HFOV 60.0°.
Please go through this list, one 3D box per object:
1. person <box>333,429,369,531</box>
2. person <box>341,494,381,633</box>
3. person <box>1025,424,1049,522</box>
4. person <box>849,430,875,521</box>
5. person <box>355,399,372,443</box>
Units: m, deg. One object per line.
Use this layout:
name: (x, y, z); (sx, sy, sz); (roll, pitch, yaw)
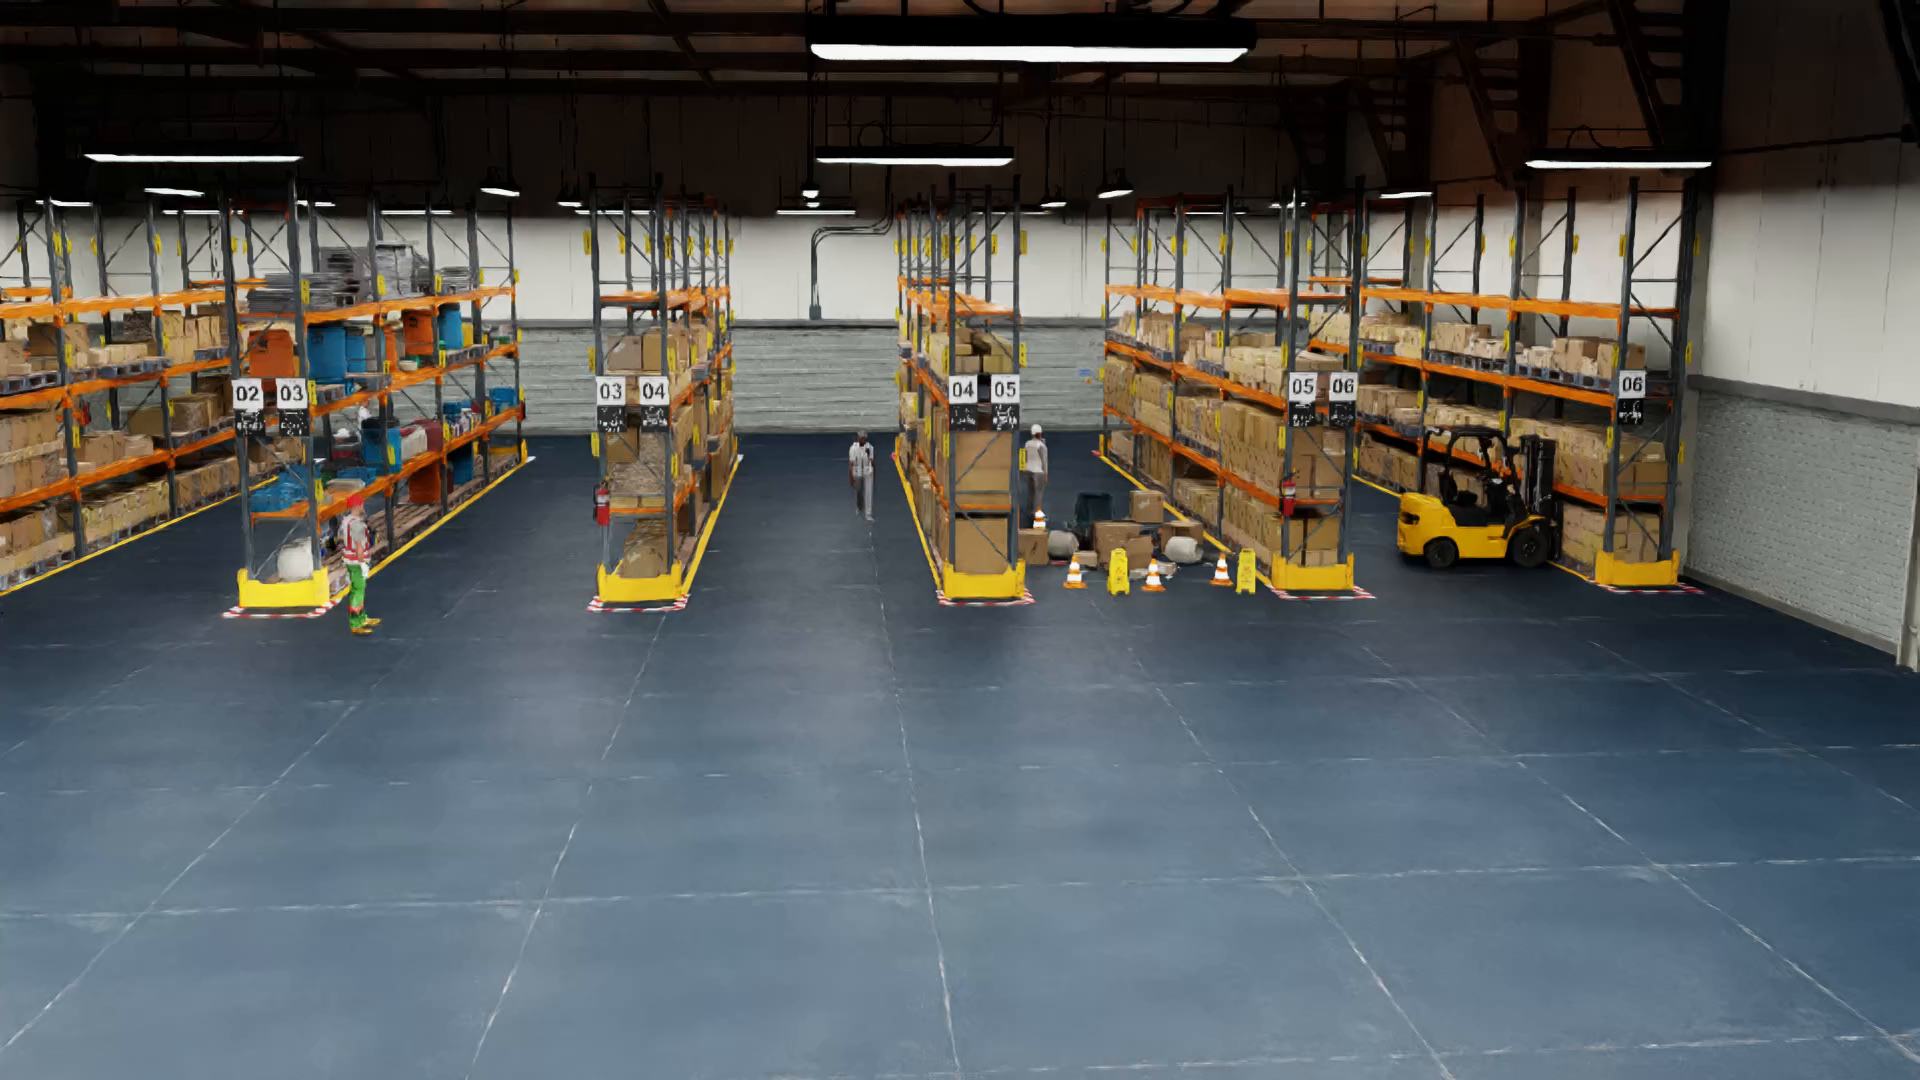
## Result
person: (-10.386, -1.010, 28.217); (0.600, 1.761, 0.716); (-4, 11, -19)
person: (-7.859, 0.286, 21.823); (0.468, 1.794, 0.625); (-6, 12, -31)
person: (1.442, -1.246, 30.573); (0.450, 1.776, 0.584); (-7, 12, -36)
person: (-1.704, -1.149, 28.938); (0.456, 1.589, 1.081); (0, 10, -2)
person: (-13.073, -2.310, 36.599); (0.429, 1.763, 0.647); (-4, 11, -22)
